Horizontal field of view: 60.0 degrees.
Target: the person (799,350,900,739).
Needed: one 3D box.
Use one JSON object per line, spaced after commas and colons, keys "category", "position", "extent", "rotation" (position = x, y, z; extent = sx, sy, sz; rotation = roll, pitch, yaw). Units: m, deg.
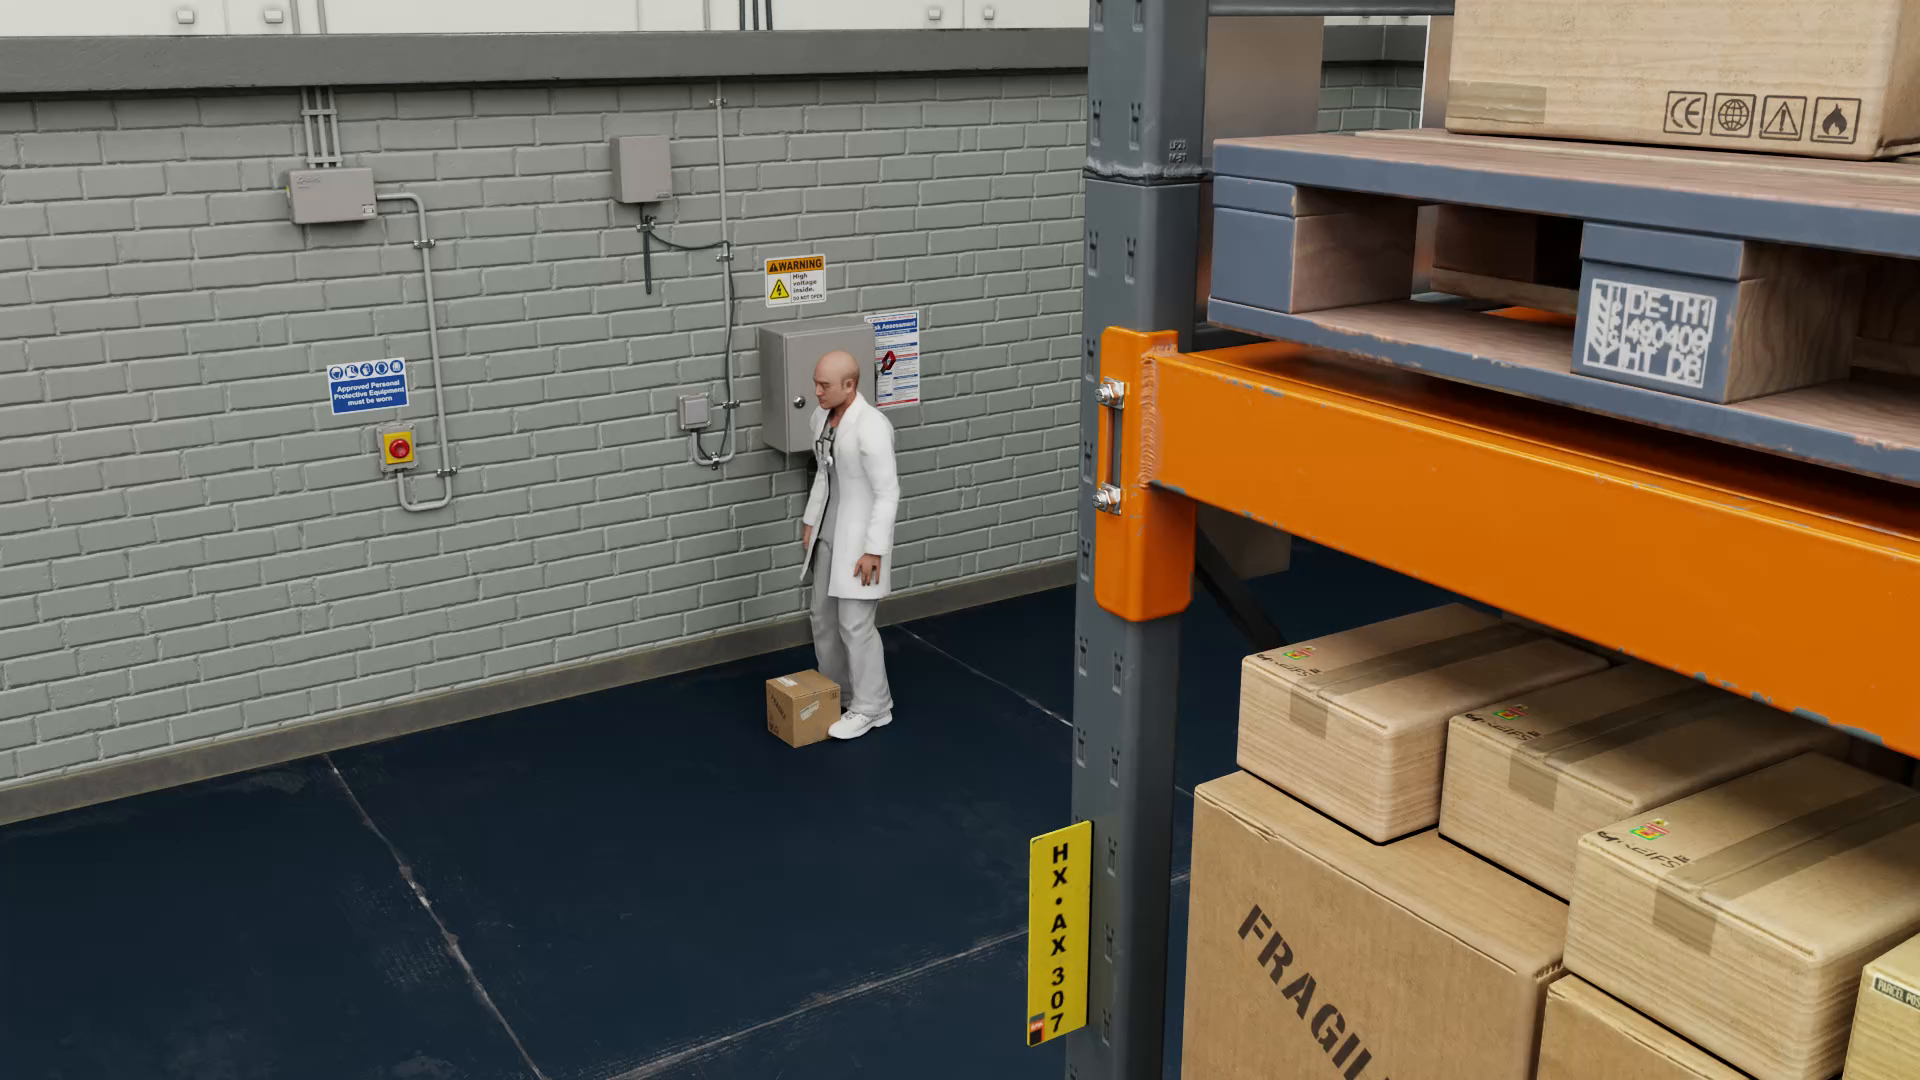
{"category": "person", "position": [-0.515, 0.003, 7.570], "extent": [0.424, 1.773, 0.642], "rotation": [-12, 21, -33]}
